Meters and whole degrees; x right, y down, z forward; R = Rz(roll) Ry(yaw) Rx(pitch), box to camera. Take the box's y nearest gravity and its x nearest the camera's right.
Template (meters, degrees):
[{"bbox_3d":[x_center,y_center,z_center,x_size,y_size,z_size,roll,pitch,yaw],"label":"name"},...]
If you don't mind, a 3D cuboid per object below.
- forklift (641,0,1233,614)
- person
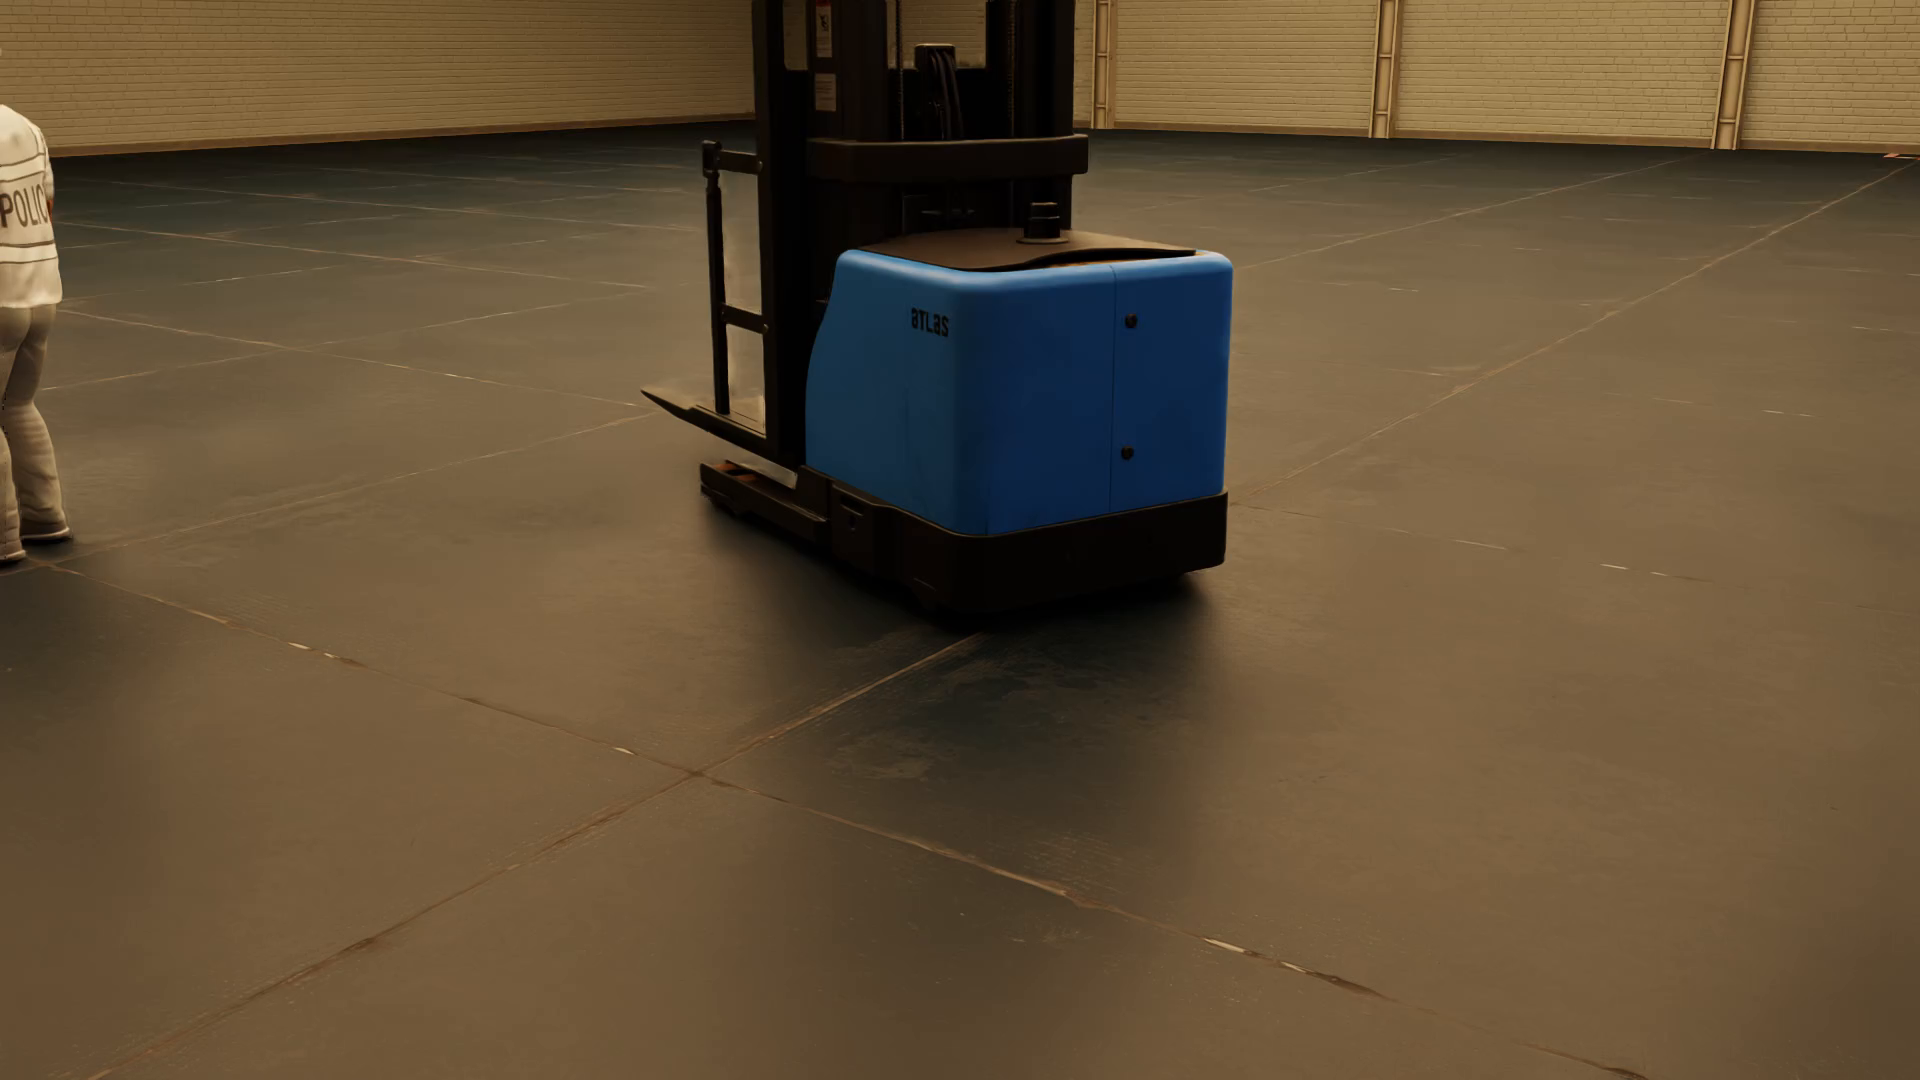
[{"bbox_3d":[-0.339,-1.550,6.017,1.130,2.935,3.031,-10,19,-31],"label":"forklift"},{"bbox_3d":[-3.274,-0.792,5.525,0.492,1.796,0.624,0,17,-1],"label":"person"}]
